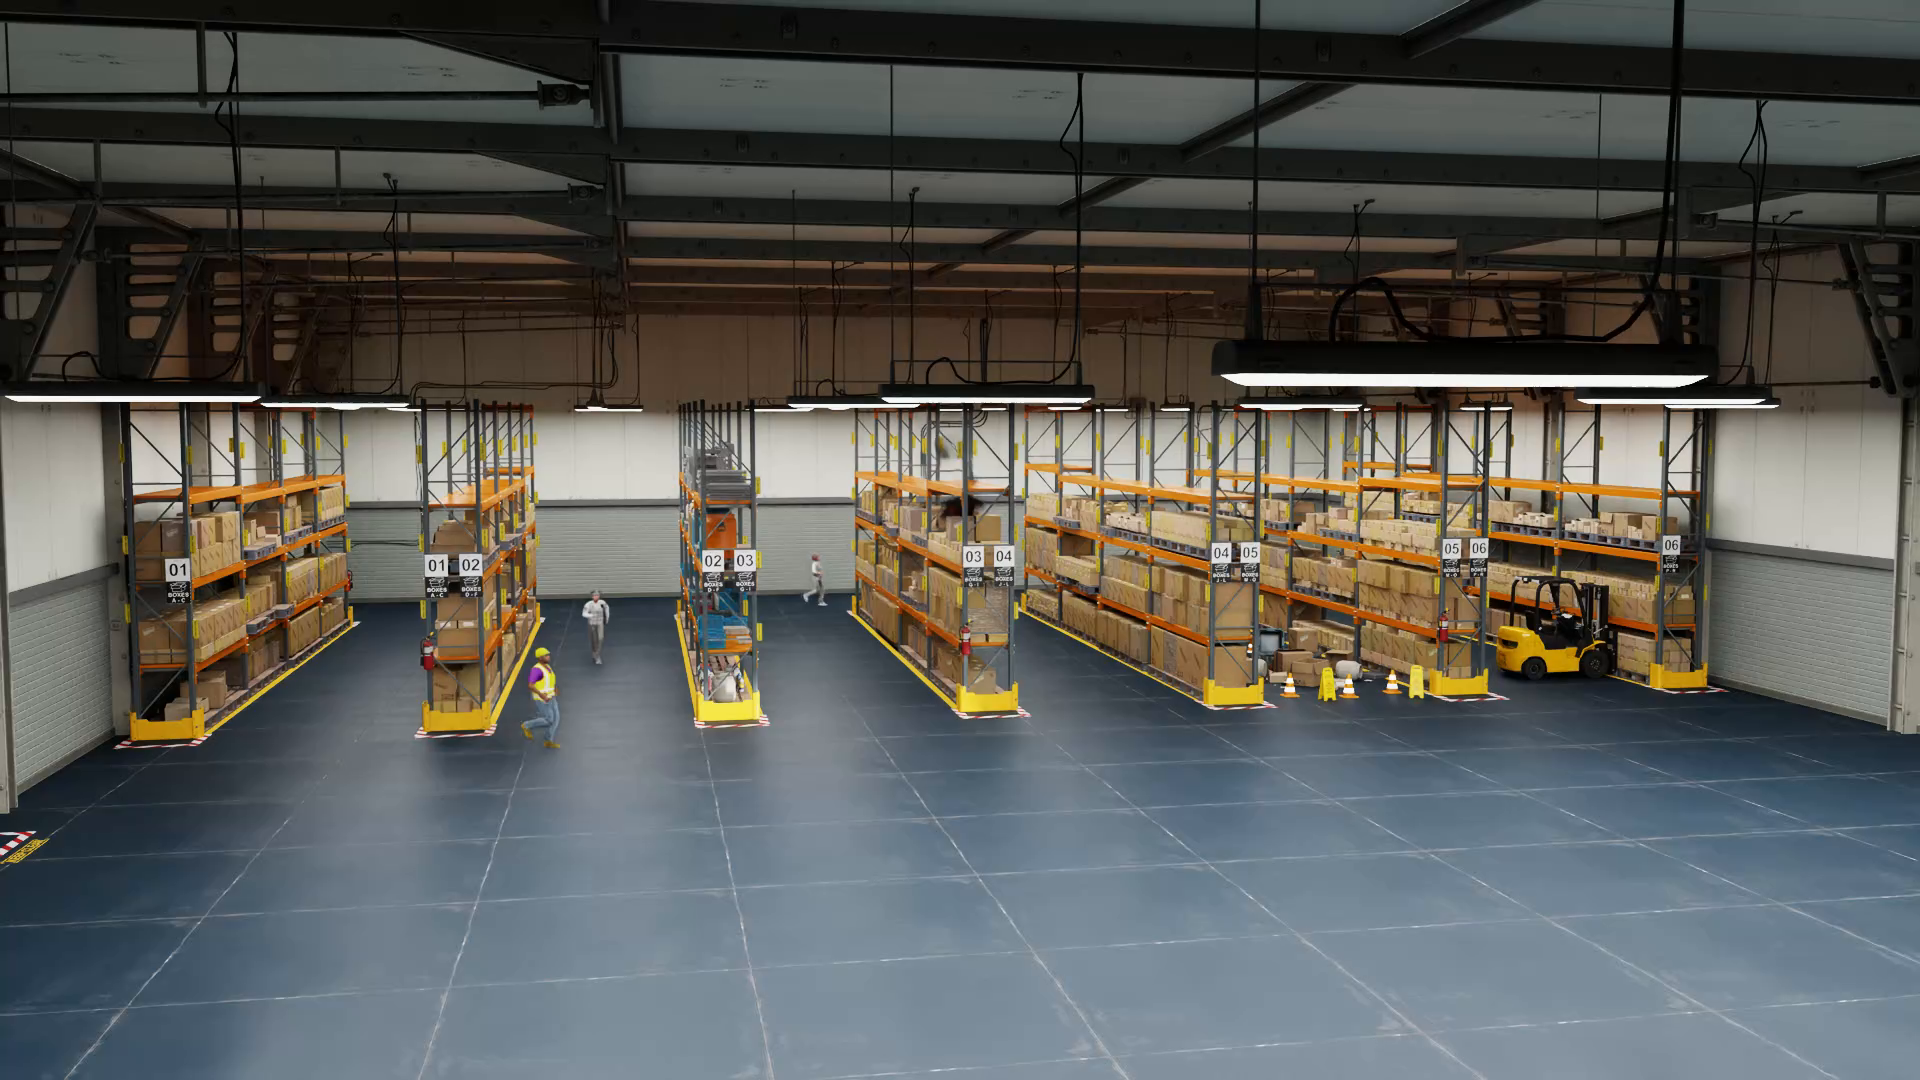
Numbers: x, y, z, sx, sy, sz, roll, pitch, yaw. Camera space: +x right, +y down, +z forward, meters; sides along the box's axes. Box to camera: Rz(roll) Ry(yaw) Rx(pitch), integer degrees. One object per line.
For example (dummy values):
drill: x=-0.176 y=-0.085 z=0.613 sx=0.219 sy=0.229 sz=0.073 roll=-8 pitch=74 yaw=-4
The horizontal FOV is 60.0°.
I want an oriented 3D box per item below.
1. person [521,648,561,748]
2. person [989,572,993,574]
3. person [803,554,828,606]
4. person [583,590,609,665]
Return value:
person: x=-7.199 y=2.712 z=28.610 sx=0.663 sy=1.731 sz=0.700 roll=1 pitch=4 yaw=10
person: x=0.736 y=1.263 z=47.600 sx=0.672 sy=1.761 sz=0.658 roll=1 pitch=4 yaw=11
person: x=-4.316 y=1.193 z=49.730 sx=0.732 sy=1.568 sz=0.549 roll=1 pitch=4 yaw=9
person: x=-8.418 y=1.988 z=38.457 sx=0.638 sy=1.731 sz=0.876 roll=-2 pitch=5 yaw=-22
